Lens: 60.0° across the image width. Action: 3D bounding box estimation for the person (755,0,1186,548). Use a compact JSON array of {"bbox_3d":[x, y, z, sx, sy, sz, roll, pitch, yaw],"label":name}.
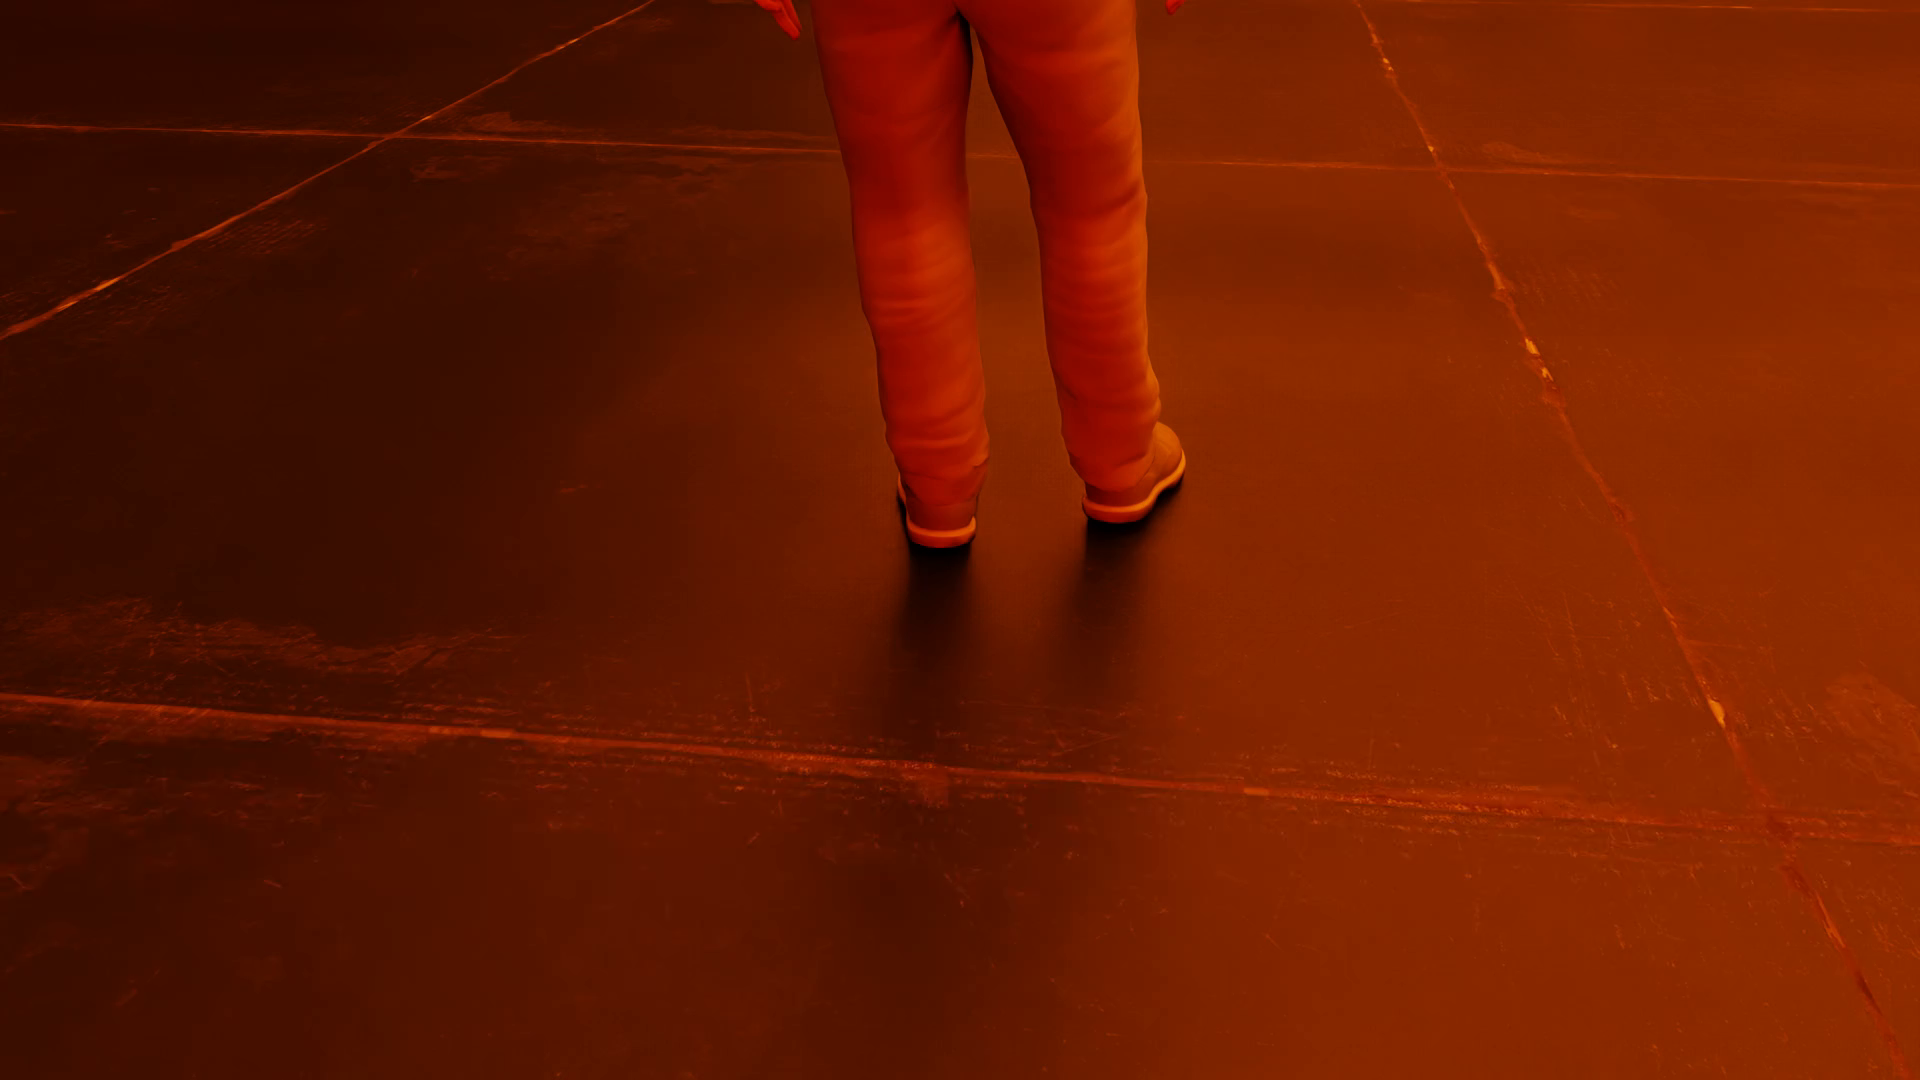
[{"bbox_3d":[0.022,-0.838,2.167,0.641,1.780,0.574,3,27,7],"label":"person"}]
